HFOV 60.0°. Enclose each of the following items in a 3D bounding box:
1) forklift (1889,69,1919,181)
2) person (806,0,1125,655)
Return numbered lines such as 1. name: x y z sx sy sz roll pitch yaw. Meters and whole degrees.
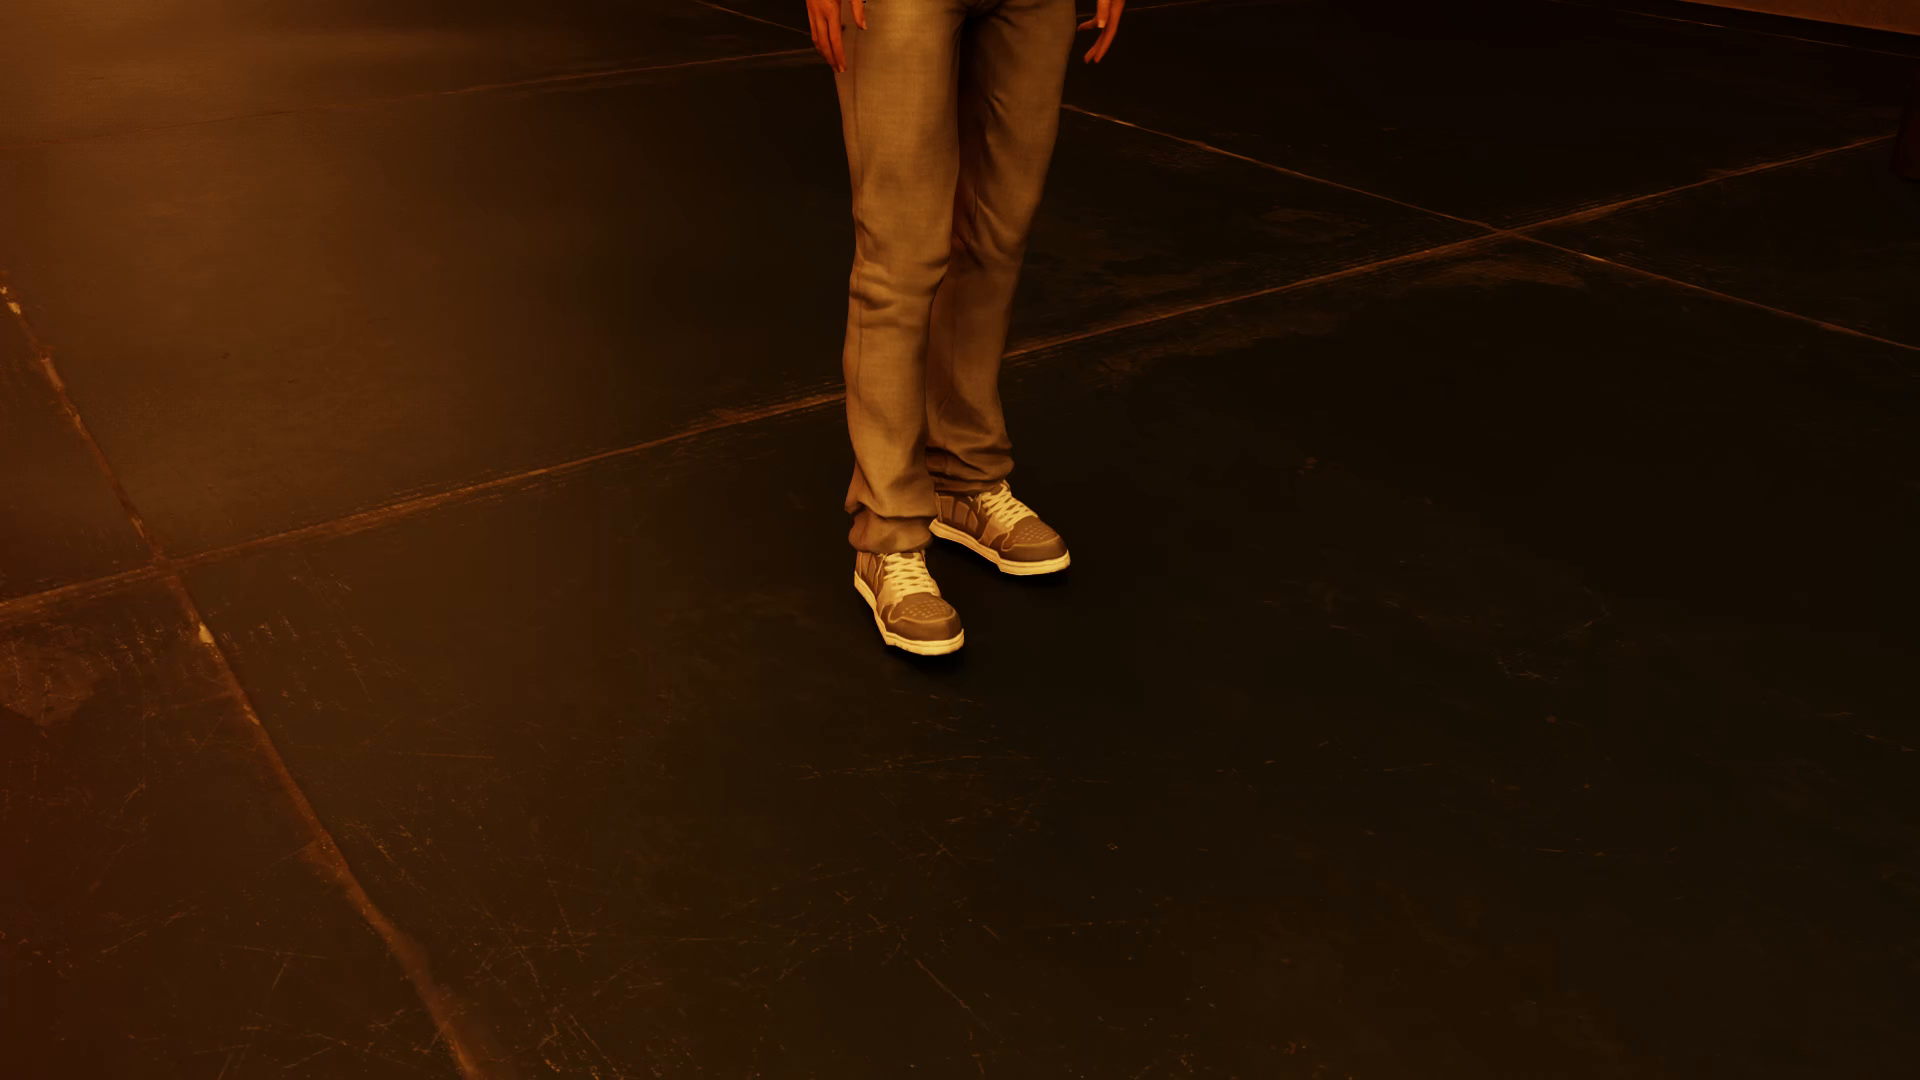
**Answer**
1. forklift: 3.871 -2.327 3.869 3.031 2.935 1.130 -15 30 -27
2. person: 0.031 -0.689 2.077 0.520 1.599 0.473 -17 31 -31
